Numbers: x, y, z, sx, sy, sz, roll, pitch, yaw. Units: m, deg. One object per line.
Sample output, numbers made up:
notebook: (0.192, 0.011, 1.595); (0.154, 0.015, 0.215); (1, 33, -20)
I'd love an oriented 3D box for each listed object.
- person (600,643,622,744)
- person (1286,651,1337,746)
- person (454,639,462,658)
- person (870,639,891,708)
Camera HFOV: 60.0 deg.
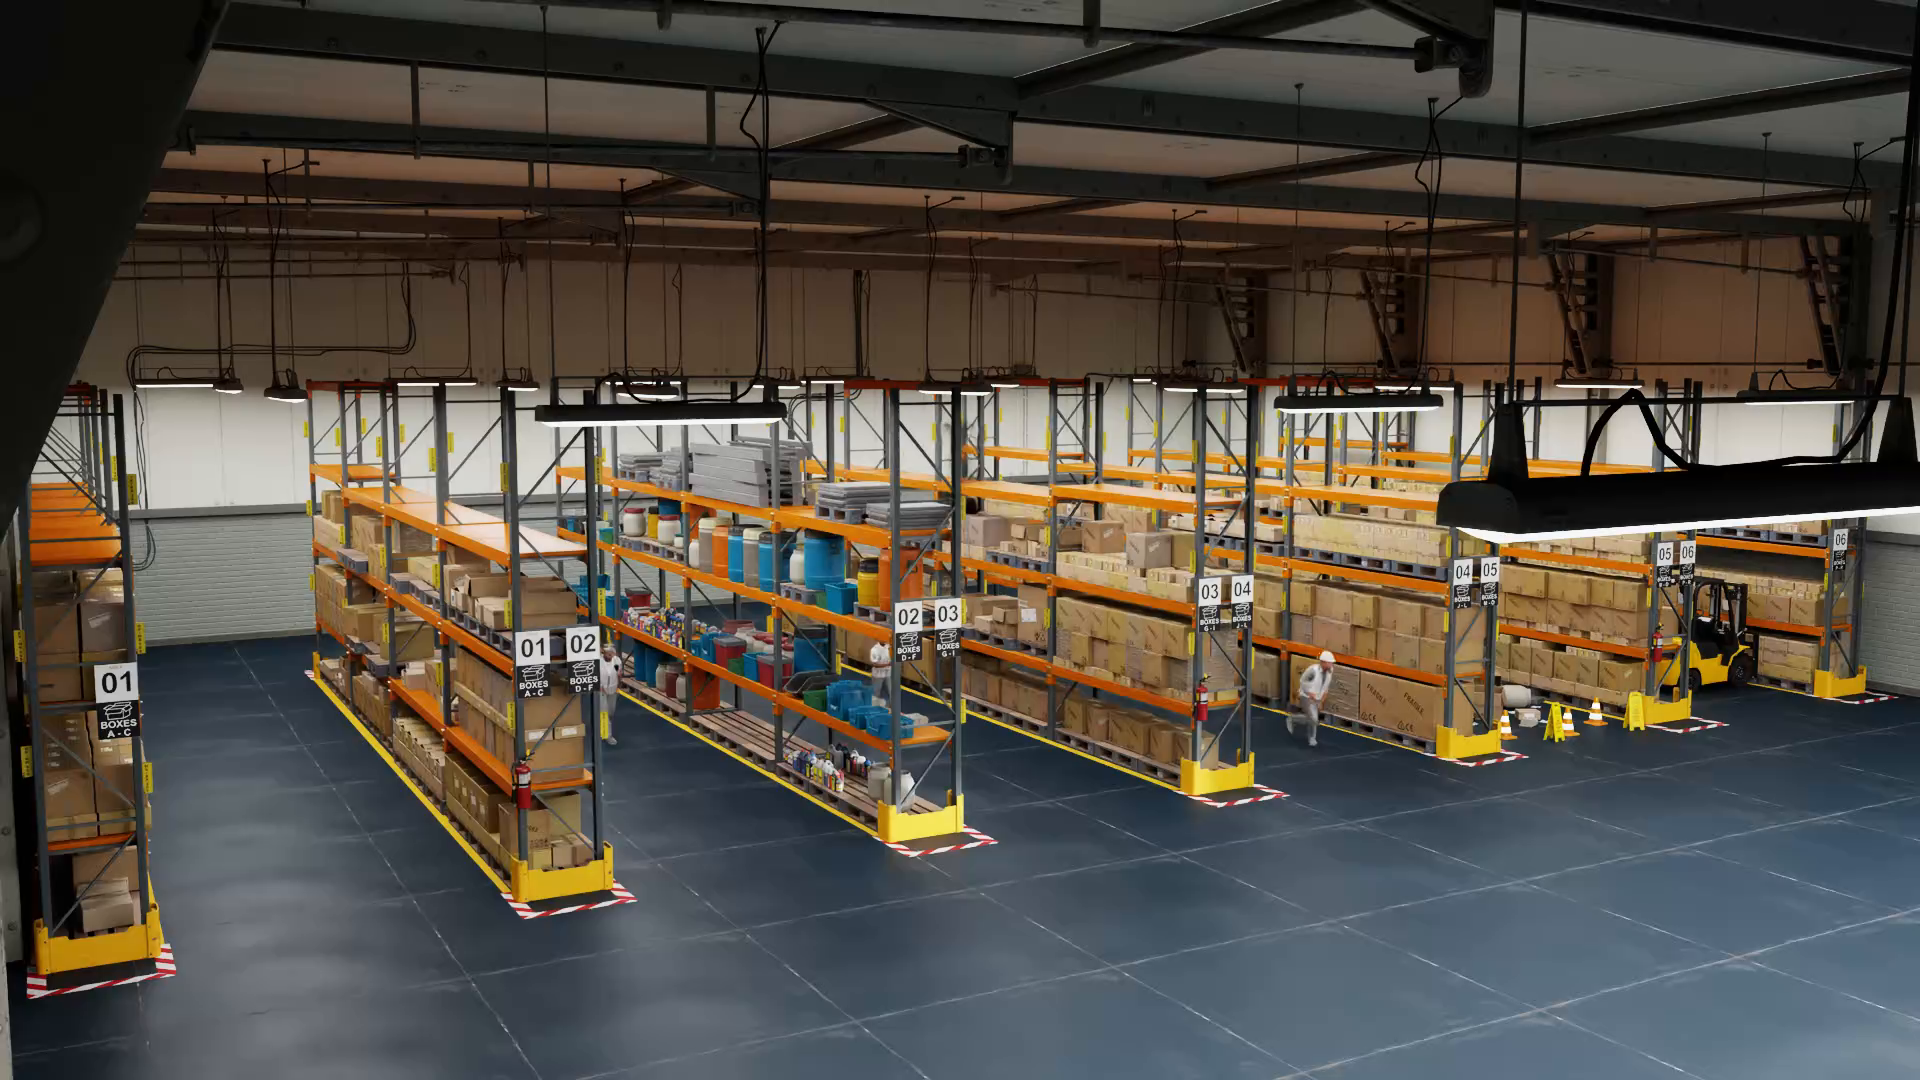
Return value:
person: (-5.994, 2.530, 27.937); (0.638, 1.722, 0.829); (-3, 7, -28)
person: (5.849, 2.604, 27.730); (0.666, 1.614, 1.052); (-4, 7, -32)
person: (-9.943, 1.986, 33.195); (0.826, 1.716, 0.582); (5, 8, 40)
person: (-1.352, 2.429, 28.961); (0.538, 1.783, 0.786); (-4, 7, -35)
